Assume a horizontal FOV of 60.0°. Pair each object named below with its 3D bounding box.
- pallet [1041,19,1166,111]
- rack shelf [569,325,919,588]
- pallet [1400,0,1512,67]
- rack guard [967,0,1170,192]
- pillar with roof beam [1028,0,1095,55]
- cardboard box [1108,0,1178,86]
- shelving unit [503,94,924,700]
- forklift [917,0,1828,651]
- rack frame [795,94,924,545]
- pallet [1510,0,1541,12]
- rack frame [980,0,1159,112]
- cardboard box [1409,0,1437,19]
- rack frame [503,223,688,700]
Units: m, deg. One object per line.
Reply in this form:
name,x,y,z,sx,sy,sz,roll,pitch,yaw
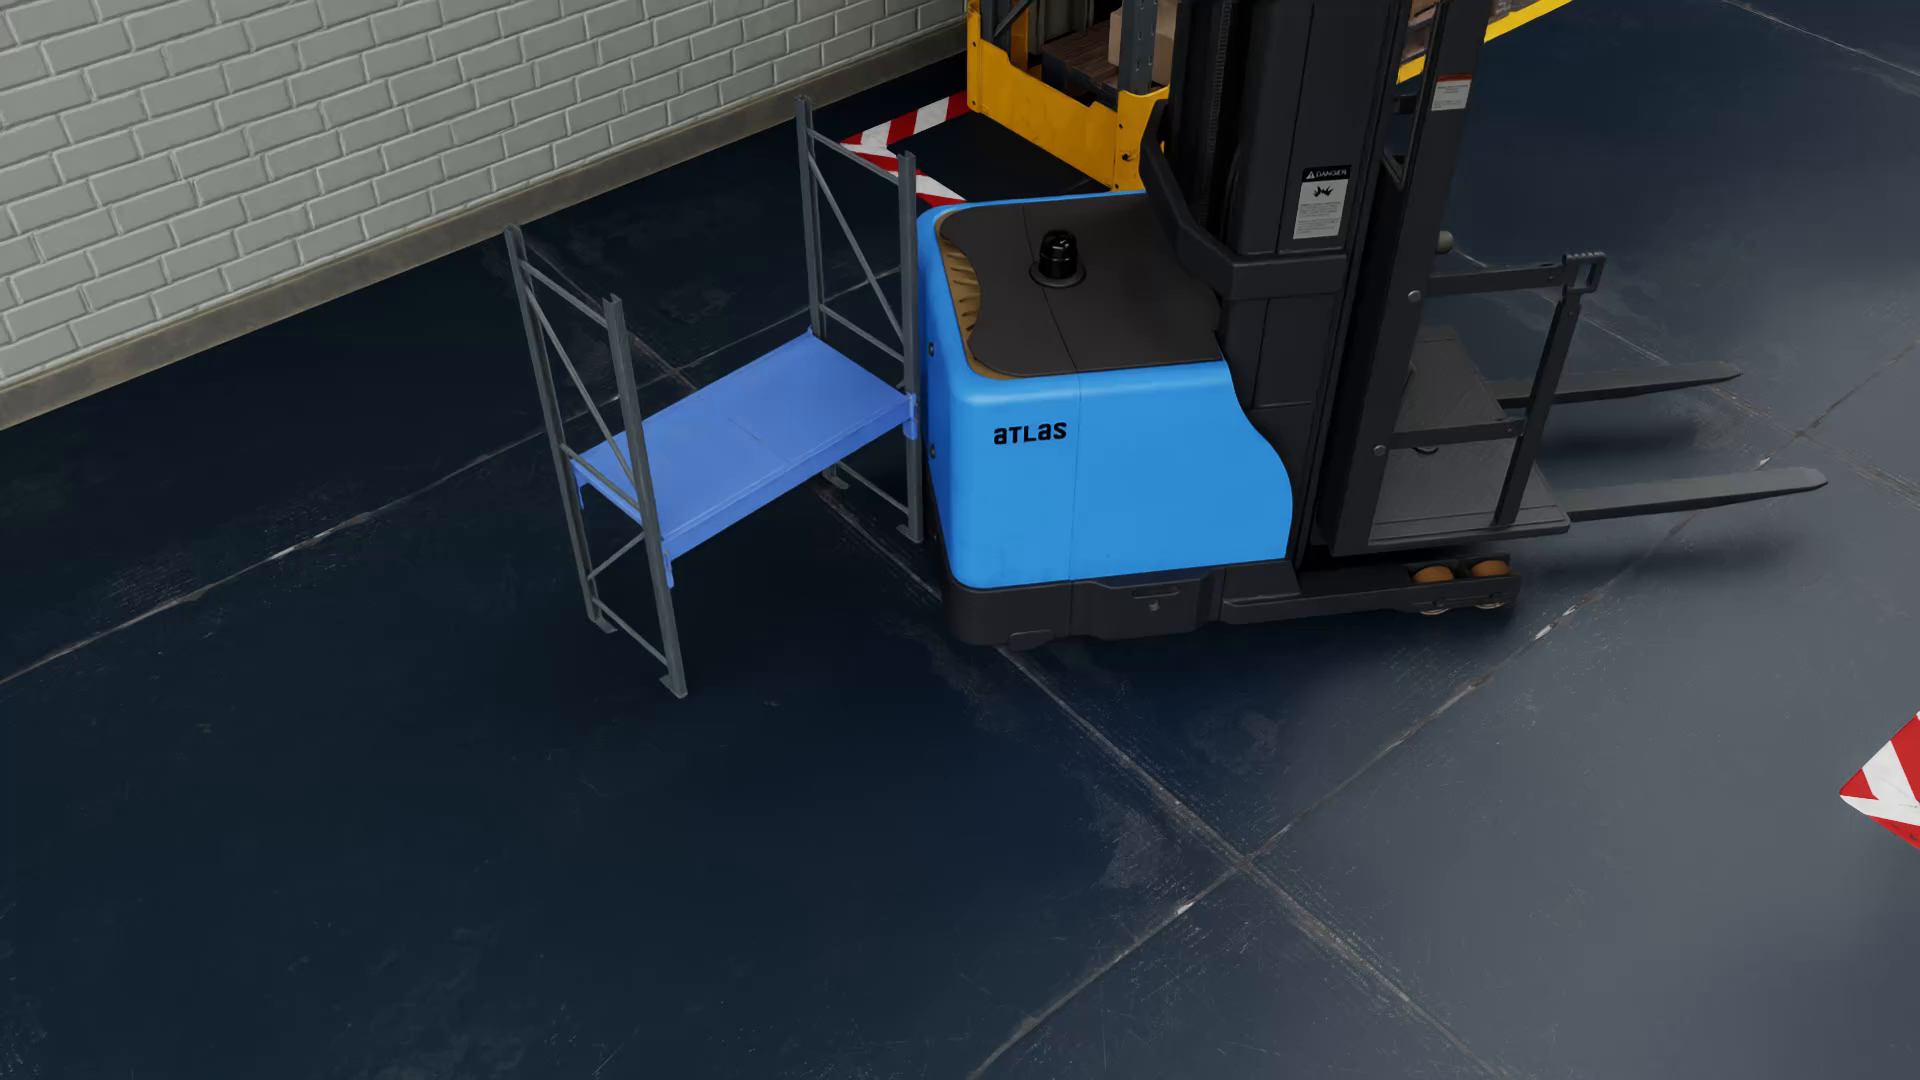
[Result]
pallet,1.159,-2.282,8.025,1.213,0.211,1.003,-30,51,-28
rack shelf,-0.675,-0.287,5.223,1.000,0.185,0.538,-34,53,-30
pallet,2.094,-2.815,8.593,1.213,0.211,1.003,-30,51,-28
rack guard,0.513,-2.049,7.566,0.348,0.500,1.175,-30,51,-28
pillar with roof beam,3.198,-3.615,3.025,0.400,9.000,9.100,-30,51,-28
cardboard box,1.043,-2.364,7.718,0.500,0.311,0.500,33,52,30
shelving unit,-0.675,-0.418,5.100,1.048,1.500,0.538,-34,53,-30
forklift,1.397,-1.176,4.861,3.031,2.935,1.130,-6,44,-6
rack frame,-0.310,-0.661,5.358,0.032,1.500,0.500,-34,53,-30
pallet,3.030,-3.354,9.167,1.213,0.211,1.003,-30,51,-28
rack frame,0.454,-2.927,6.675,0.127,3.000,1.000,-30,51,-28
cardboard box,2.075,-2.979,8.235,0.500,0.500,0.700,-33,52,-30
rack frame,-1.040,-0.176,4.842,0.032,1.500,0.500,-34,53,-30
